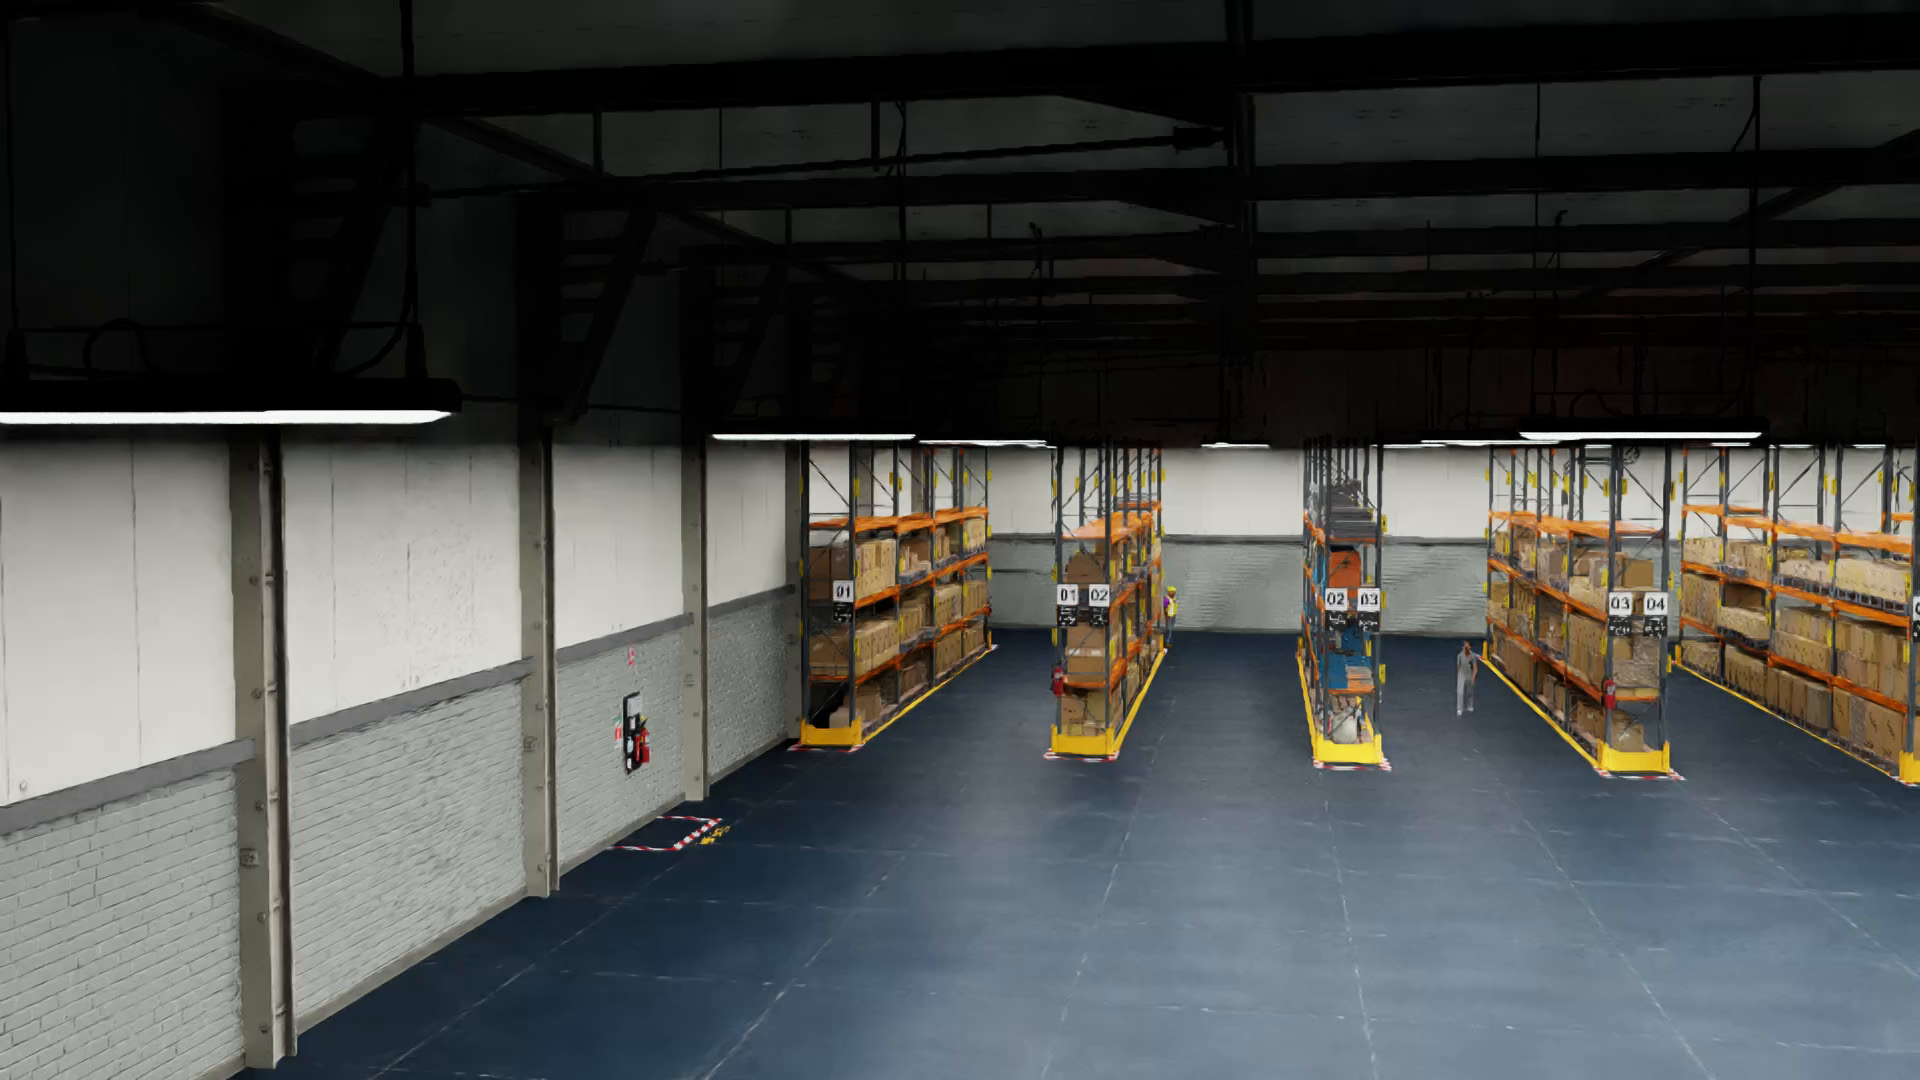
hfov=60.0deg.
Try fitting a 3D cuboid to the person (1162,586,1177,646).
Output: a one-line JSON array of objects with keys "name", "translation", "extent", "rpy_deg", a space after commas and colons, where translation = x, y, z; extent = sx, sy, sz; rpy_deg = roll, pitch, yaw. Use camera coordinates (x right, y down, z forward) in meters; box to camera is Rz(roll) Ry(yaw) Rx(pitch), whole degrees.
[{"name": "person", "translation": [6.029, 2.215, 48.403], "extent": [0.465, 1.761, 0.722], "rpy_deg": [2, 4, 36]}]

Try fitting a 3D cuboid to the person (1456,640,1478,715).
[{"name": "person", "translation": [10.971, 2.960, 35.968], "extent": [0.445, 1.605, 1.017], "rpy_deg": [1, 3, 19]}]
